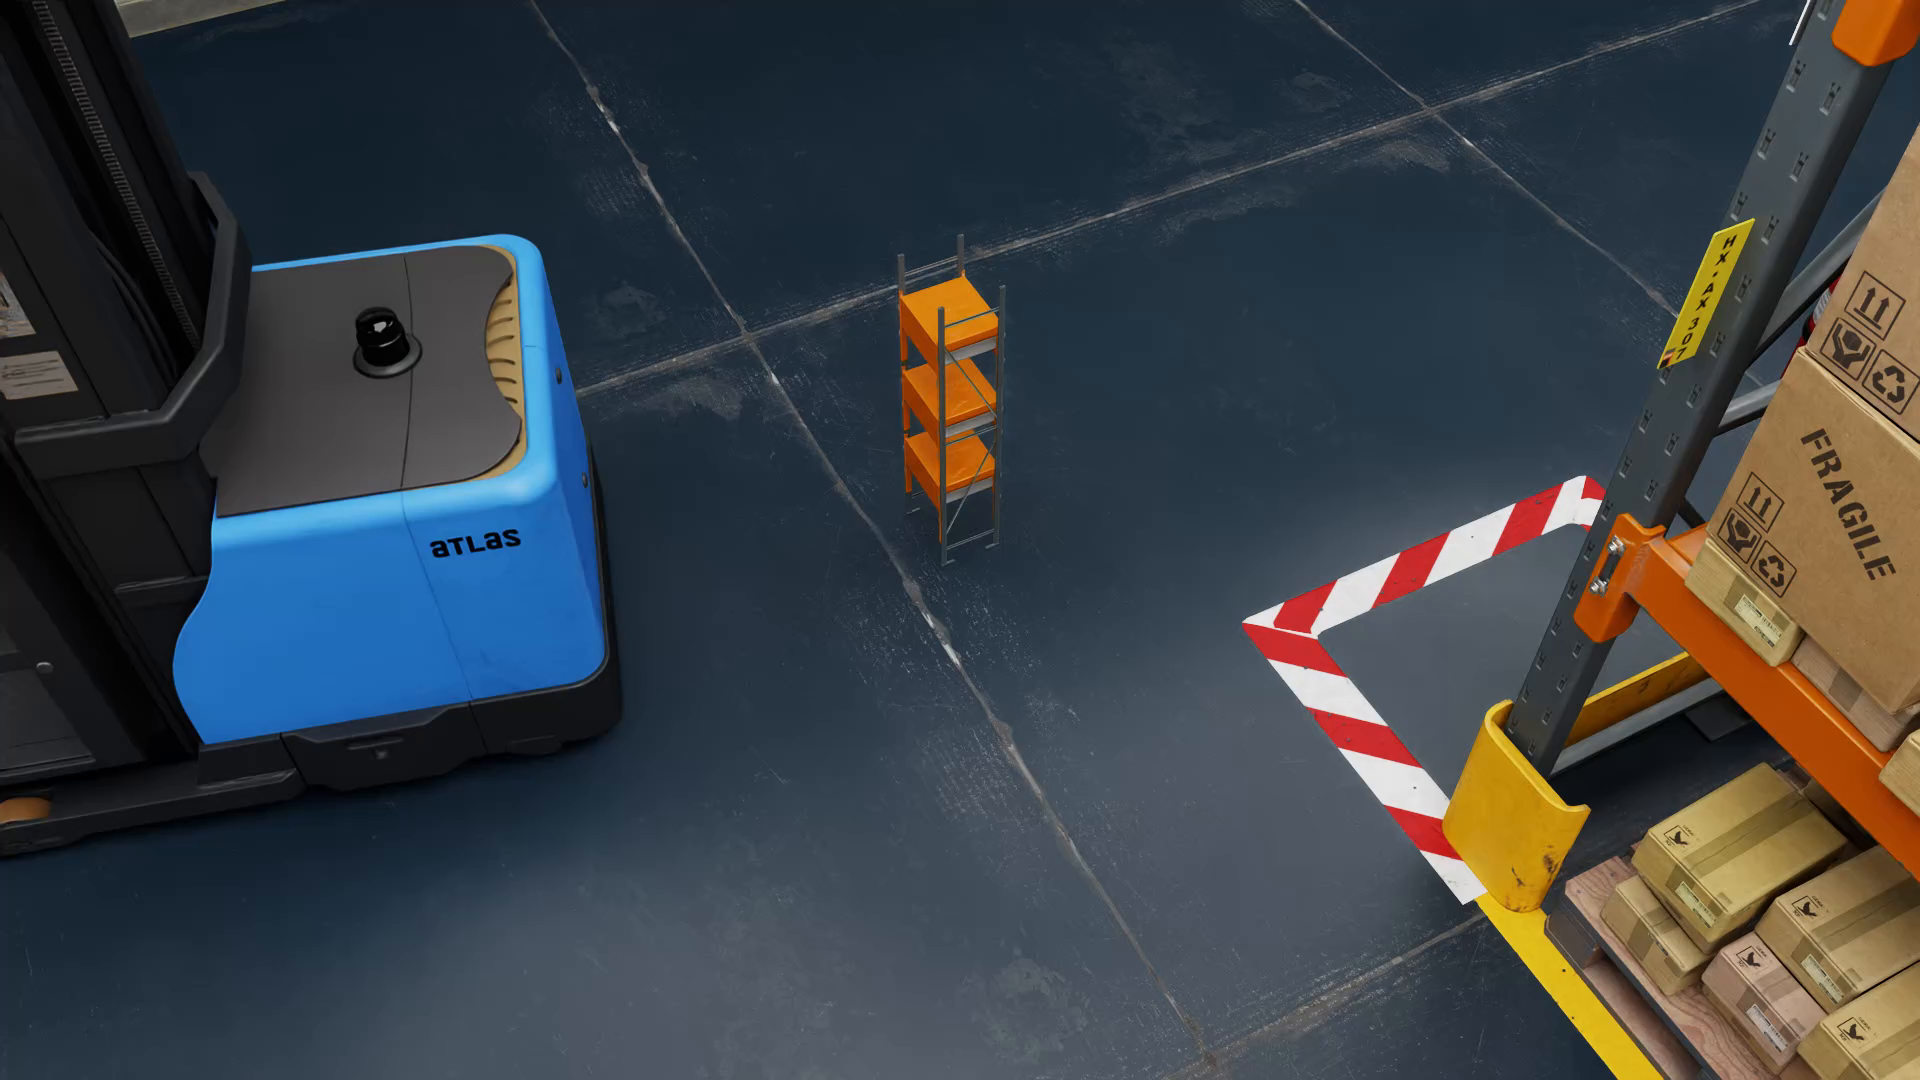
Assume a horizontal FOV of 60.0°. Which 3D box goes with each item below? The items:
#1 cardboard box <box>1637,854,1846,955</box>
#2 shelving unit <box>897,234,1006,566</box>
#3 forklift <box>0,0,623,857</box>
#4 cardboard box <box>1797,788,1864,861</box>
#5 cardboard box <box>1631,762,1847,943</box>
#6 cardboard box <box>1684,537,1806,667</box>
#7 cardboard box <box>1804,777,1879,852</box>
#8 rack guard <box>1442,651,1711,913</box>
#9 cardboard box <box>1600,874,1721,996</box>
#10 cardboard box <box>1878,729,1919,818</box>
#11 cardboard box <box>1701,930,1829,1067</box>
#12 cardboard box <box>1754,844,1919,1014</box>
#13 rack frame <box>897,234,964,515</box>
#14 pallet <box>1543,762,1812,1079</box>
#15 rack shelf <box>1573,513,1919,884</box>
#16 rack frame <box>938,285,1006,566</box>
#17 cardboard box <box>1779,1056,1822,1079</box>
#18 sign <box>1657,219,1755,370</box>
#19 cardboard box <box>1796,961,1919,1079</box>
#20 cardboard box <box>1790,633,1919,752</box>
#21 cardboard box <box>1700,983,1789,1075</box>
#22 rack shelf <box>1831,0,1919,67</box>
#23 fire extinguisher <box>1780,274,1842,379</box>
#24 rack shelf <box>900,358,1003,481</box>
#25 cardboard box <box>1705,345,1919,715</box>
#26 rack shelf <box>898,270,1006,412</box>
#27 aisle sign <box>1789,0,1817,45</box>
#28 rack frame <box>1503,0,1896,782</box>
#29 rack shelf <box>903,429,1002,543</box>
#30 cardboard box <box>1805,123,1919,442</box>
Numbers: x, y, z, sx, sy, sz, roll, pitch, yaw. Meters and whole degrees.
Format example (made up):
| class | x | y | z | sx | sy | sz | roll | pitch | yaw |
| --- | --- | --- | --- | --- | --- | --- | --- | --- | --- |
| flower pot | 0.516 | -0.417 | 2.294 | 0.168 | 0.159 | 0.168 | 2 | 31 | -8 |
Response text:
| class | x | y | z | sx | sy | sz | roll | pitch | yaw |
| --- | --- | --- | --- | --- | --- | --- | --- | --- | --- |
| cardboard box | 1.873 | 0.789 | 3.985 | 0.380 | 0.149 | 0.250 | -19 | 52 | -16 |
| shelving unit | -0.024 | -0.381 | 4.886 | 0.215 | 1.050 | 0.252 | -21 | 52 | -18 |
| forklift | -2.532 | -0.527 | 3.763 | 3.031 | 2.935 | 1.130 | -9 | 49 | -8 |
| cardboard box | 2.288 | 0.728 | 4.235 | 0.380 | 0.149 | 0.250 | -20 | 52 | -17 |
| cardboard box | 1.799 | 0.719 | 3.848 | 0.380 | 0.149 | 0.250 | -23 | 53 | -19 |
| cardboard box | 1.718 | 0.060 | 3.372 | 0.380 | 0.149 | 0.250 | -22 | 52 | -18 |
| cardboard box | 2.357 | 0.605 | 4.146 | 0.380 | 0.149 | 0.250 | -22 | 53 | -18 |
| rack guard | 1.896 | 0.521 | 4.462 | 1.175 | 0.500 | 0.348 | -21 | 52 | -18 |
| cardboard box | 1.816 | 0.909 | 4.078 | 0.380 | 0.149 | 0.250 | -20 | 52 | -17 |
| cardboard box | 1.947 | 0.414 | 3.062 | 0.380 | 0.149 | 0.250 | -23 | 53 | -19 |
| cardboard box | 1.948 | 0.992 | 3.807 | 0.380 | 0.149 | 0.250 | -21 | 52 | -18 |
| cardboard box | 2.032 | 0.863 | 3.723 | 0.380 | 0.149 | 0.250 | -20 | 52 | -17 |
| rack frame | -0.080 | -0.463 | 4.958 | 0.200 | 1.050 | 0.008 | -21 | 52 | -18 |
| pallet | 2.236 | 1.172 | 4.085 | 1.003 | 0.211 | 1.213 | -21 | 52 | -18 |
| rack shelf | 2.776 | 1.223 | 2.666 | 1.077 | 0.370 | 4.000 | -21 | 52 | -18 |
| rack frame | 0.031 | -0.300 | 4.815 | 0.200 | 1.050 | 0.008 | -21 | 52 | -18 |
| cardboard box | 2.129 | 1.219 | 3.806 | 0.380 | 0.149 | 0.250 | -21 | 52 | -17 |
| sign | 1.379 | -0.451 | 3.076 | 0.100 | 0.325 | 0.005 | -21 | 52 | -18 |
| cardboard box | 2.033 | 1.075 | 3.536 | 0.380 | 0.149 | 0.250 | -21 | 52 | -18 |
| cardboard box | 1.871 | 0.216 | 3.235 | 0.380 | 0.149 | 0.250 | -19 | 52 | -16 |
| cardboard box | 2.009 | 1.056 | 3.949 | 0.380 | 0.149 | 0.250 | -21 | 52 | -18 |
| rack shelf | 2.776 | 0.235 | 1.537 | 1.077 | 0.370 | 4.000 | -21 | 52 | -18 |
| fire extinguisher | 2.156 | -0.532 | 4.022 | 0.296 | 0.674 | 0.183 | -21 | 52 | -18 |
| rack shelf | -0.024 | -0.374 | 4.894 | 0.215 | 0.259 | 0.240 | -21 | 52 | -18 |
| cardboard box | 1.821 | -0.088 | 3.070 | 0.500 | 0.500 | 0.500 | -19 | 51 | -16 |
| rack shelf | -0.024 | -0.561 | 4.681 | 0.215 | 0.259 | 0.240 | -21 | 52 | -18 |
| aisle sign | 1.561 | -1.154 | 2.540 | 0.394 | 0.787 | 0.004 | -21 | 52 | -18 |
| rack frame | 1.861 | -0.353 | 3.566 | 1.000 | 3.000 | 0.127 | -21 | 52 | -18 |
| rack shelf | -0.024 | -0.192 | 5.103 | 0.215 | 0.259 | 0.240 | -21 | 52 | -18 |
| cardboard box | 1.831 | -0.421 | 2.697 | 0.500 | 0.500 | 0.500 | -21 | 52 | -18 |
